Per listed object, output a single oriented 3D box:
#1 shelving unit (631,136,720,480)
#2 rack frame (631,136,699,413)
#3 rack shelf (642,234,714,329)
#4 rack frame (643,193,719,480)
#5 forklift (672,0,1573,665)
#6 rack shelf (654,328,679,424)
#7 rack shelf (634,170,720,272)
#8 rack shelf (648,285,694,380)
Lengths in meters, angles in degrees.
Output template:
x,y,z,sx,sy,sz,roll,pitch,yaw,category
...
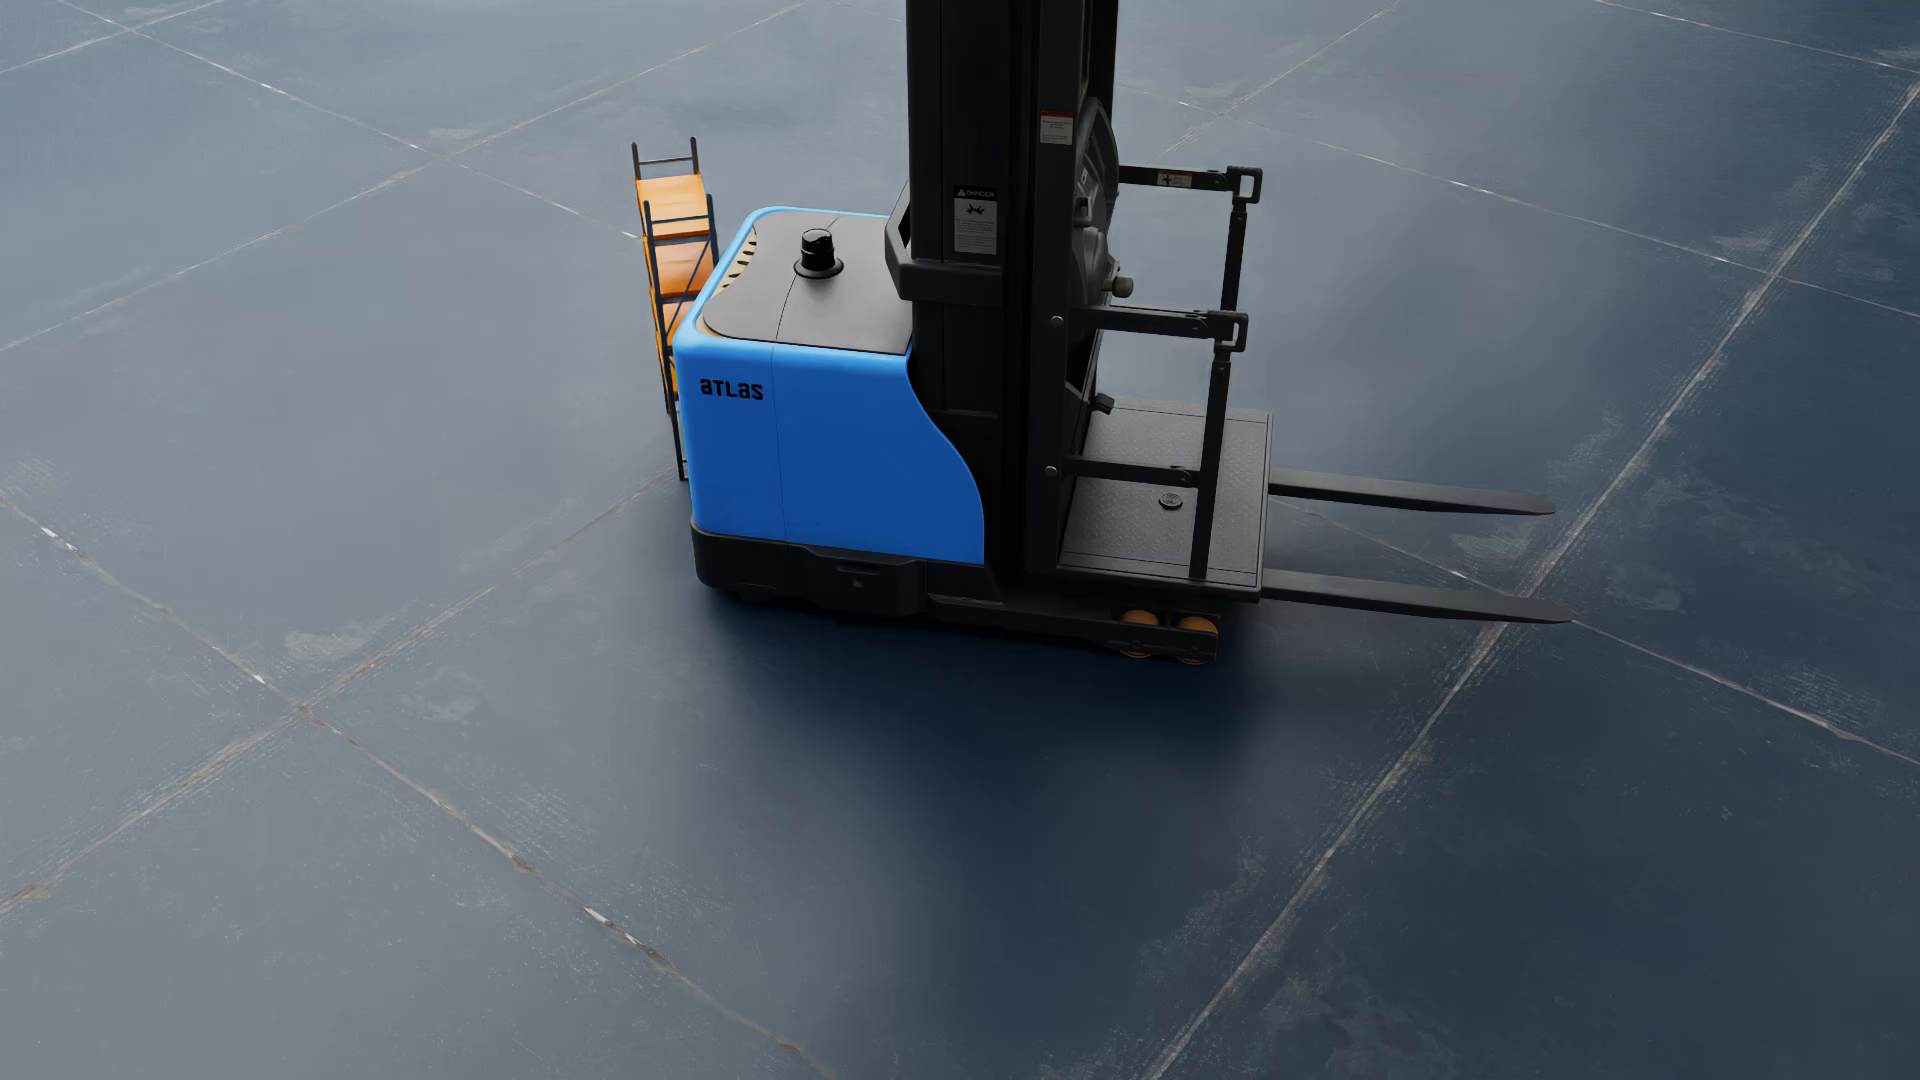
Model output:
x,y,z,sx,sy,sz,roll,pitch,yaw,category
-1.049,-0.875,6.394,0.258,1.200,0.503,-9,39,-11,shelving unit
-1.107,-1.021,6.580,0.240,1.200,0.015,-9,39,-11,rack frame
-1.049,-0.998,6.297,0.258,0.148,0.480,-9,39,-11,rack shelf
-0.990,-0.729,6.207,0.240,1.200,0.015,-9,39,-11,rack frame
0.618,-1.083,5.256,3.031,2.935,1.130,7,39,8,forklift
-1.048,-0.666,6.558,0.258,0.148,0.480,-9,39,-11,rack shelf
-1.049,-1.184,6.151,0.258,0.148,0.480,-9,39,-11,rack shelf
-1.048,-0.822,6.435,0.258,0.148,0.480,-9,39,-11,rack shelf
